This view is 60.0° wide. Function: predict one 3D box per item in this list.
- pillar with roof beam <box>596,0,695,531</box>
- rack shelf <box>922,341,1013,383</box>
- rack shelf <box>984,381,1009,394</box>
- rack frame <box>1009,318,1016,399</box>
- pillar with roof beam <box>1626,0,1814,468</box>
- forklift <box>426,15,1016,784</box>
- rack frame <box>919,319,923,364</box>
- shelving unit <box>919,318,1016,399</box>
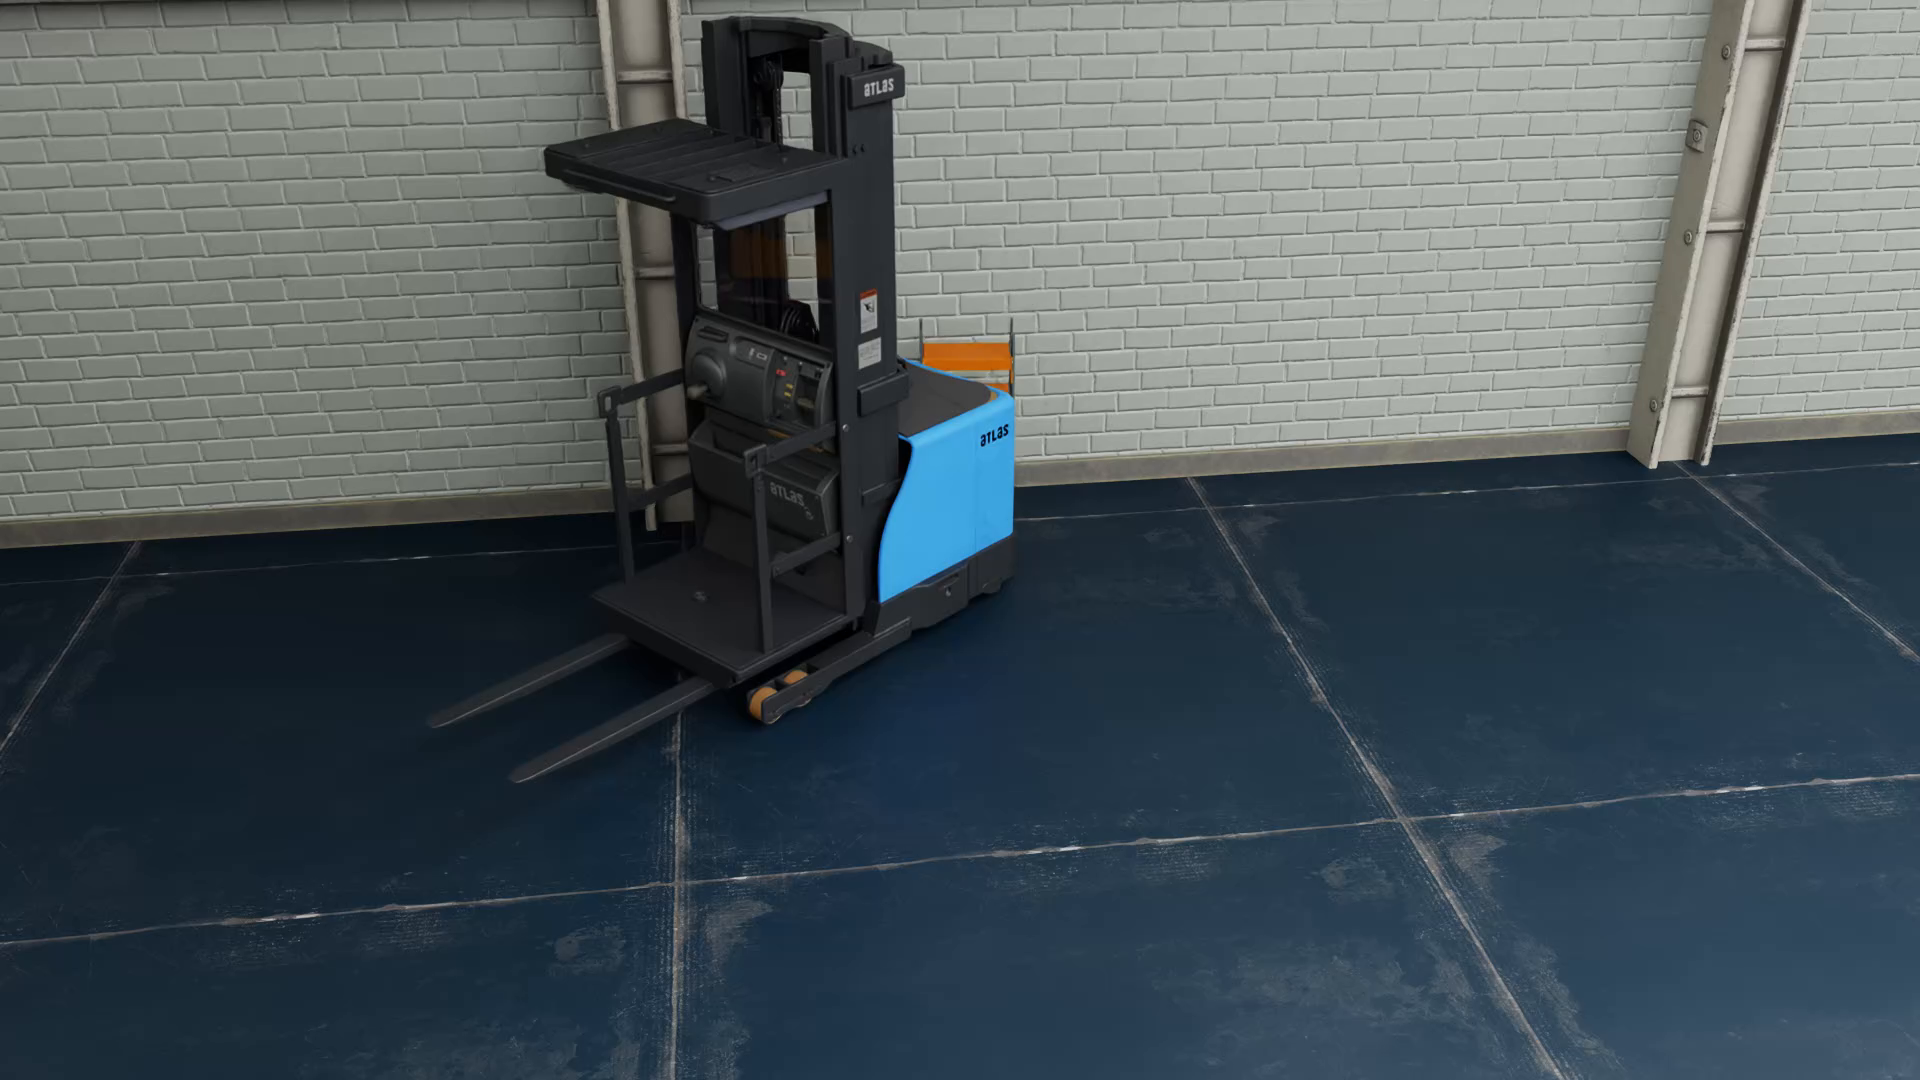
[{"bbox_3d":[-0.987,-2.193,3.666,0.400,9.000,9.100,-4,27,-7],"label":"pillar with roof beam"},{"bbox_3d":[0.037,-0.955,8.936,0.480,0.148,0.258,-1,27,-2],"label":"rack shelf"},{"bbox_3d":[0.037,-0.745,9.044,0.480,0.148,0.258,-1,27,-2],"label":"rack shelf"},{"bbox_3d":[0.281,-0.609,9.123,0.015,1.200,0.240,-1,27,-2],"label":"rack frame"},{"bbox_3d":[4.955,-2.574,4.410,0.400,9.000,9.100,-4,27,-7],"label":"pillar with roof beam"},{"bbox_3d":[-1.063,-0.725,7.452,1.130,2.935,3.031,22,35,36],"label":"forklift"},{"bbox_3d":[-0.207,-0.602,9.109,0.015,1.200,0.240,-1,27,-2],"label":"rack frame"},{"bbox_3d":[0.037,-0.606,9.116,0.503,1.200,0.258,-1,27,-2],"label":"shelving unit"}]
